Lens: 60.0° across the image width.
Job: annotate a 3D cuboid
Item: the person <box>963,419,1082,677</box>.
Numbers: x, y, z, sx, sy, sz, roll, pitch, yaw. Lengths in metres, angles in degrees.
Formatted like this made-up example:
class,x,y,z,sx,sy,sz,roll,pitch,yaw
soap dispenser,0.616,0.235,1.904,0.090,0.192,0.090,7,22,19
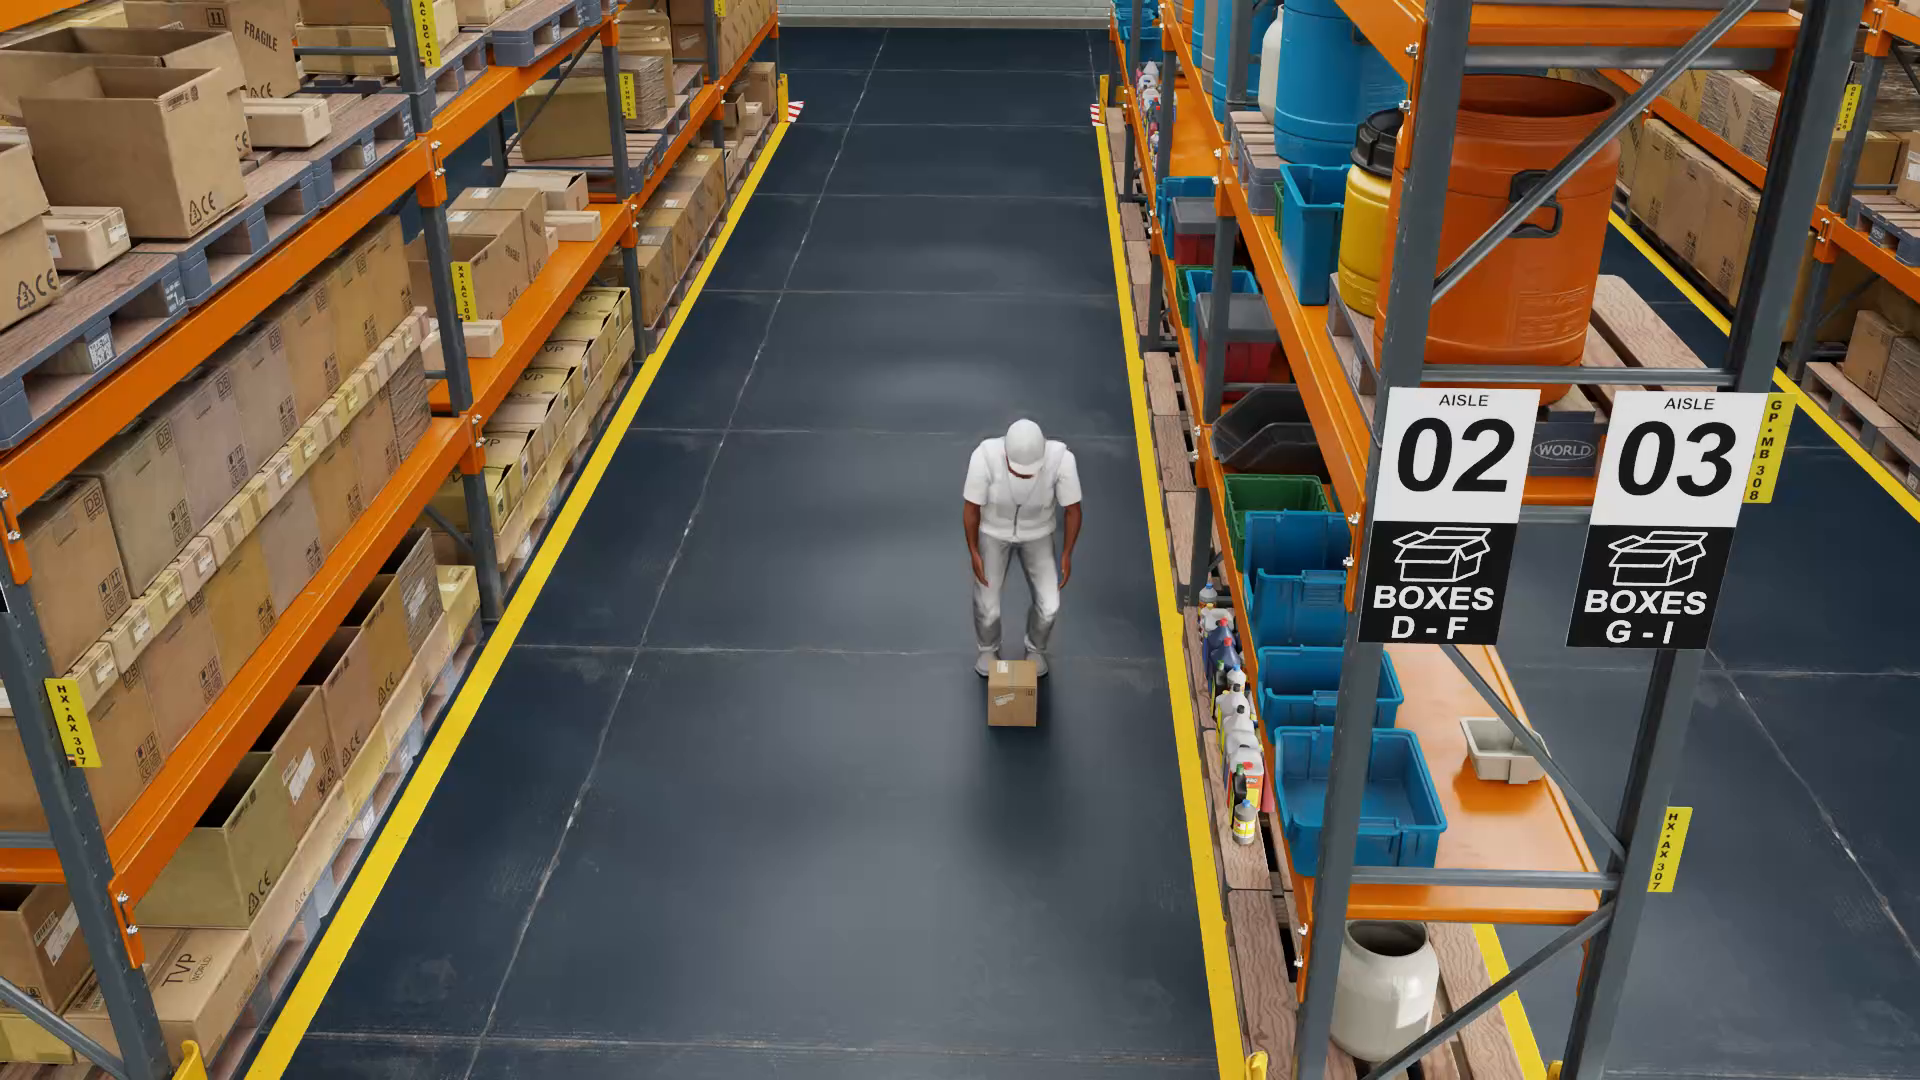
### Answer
class,x,y,z,sx,sy,sz,roll,pitch,yaw
person,0.328,0.012,8.788,0.622,1.568,0.644,1,28,2
